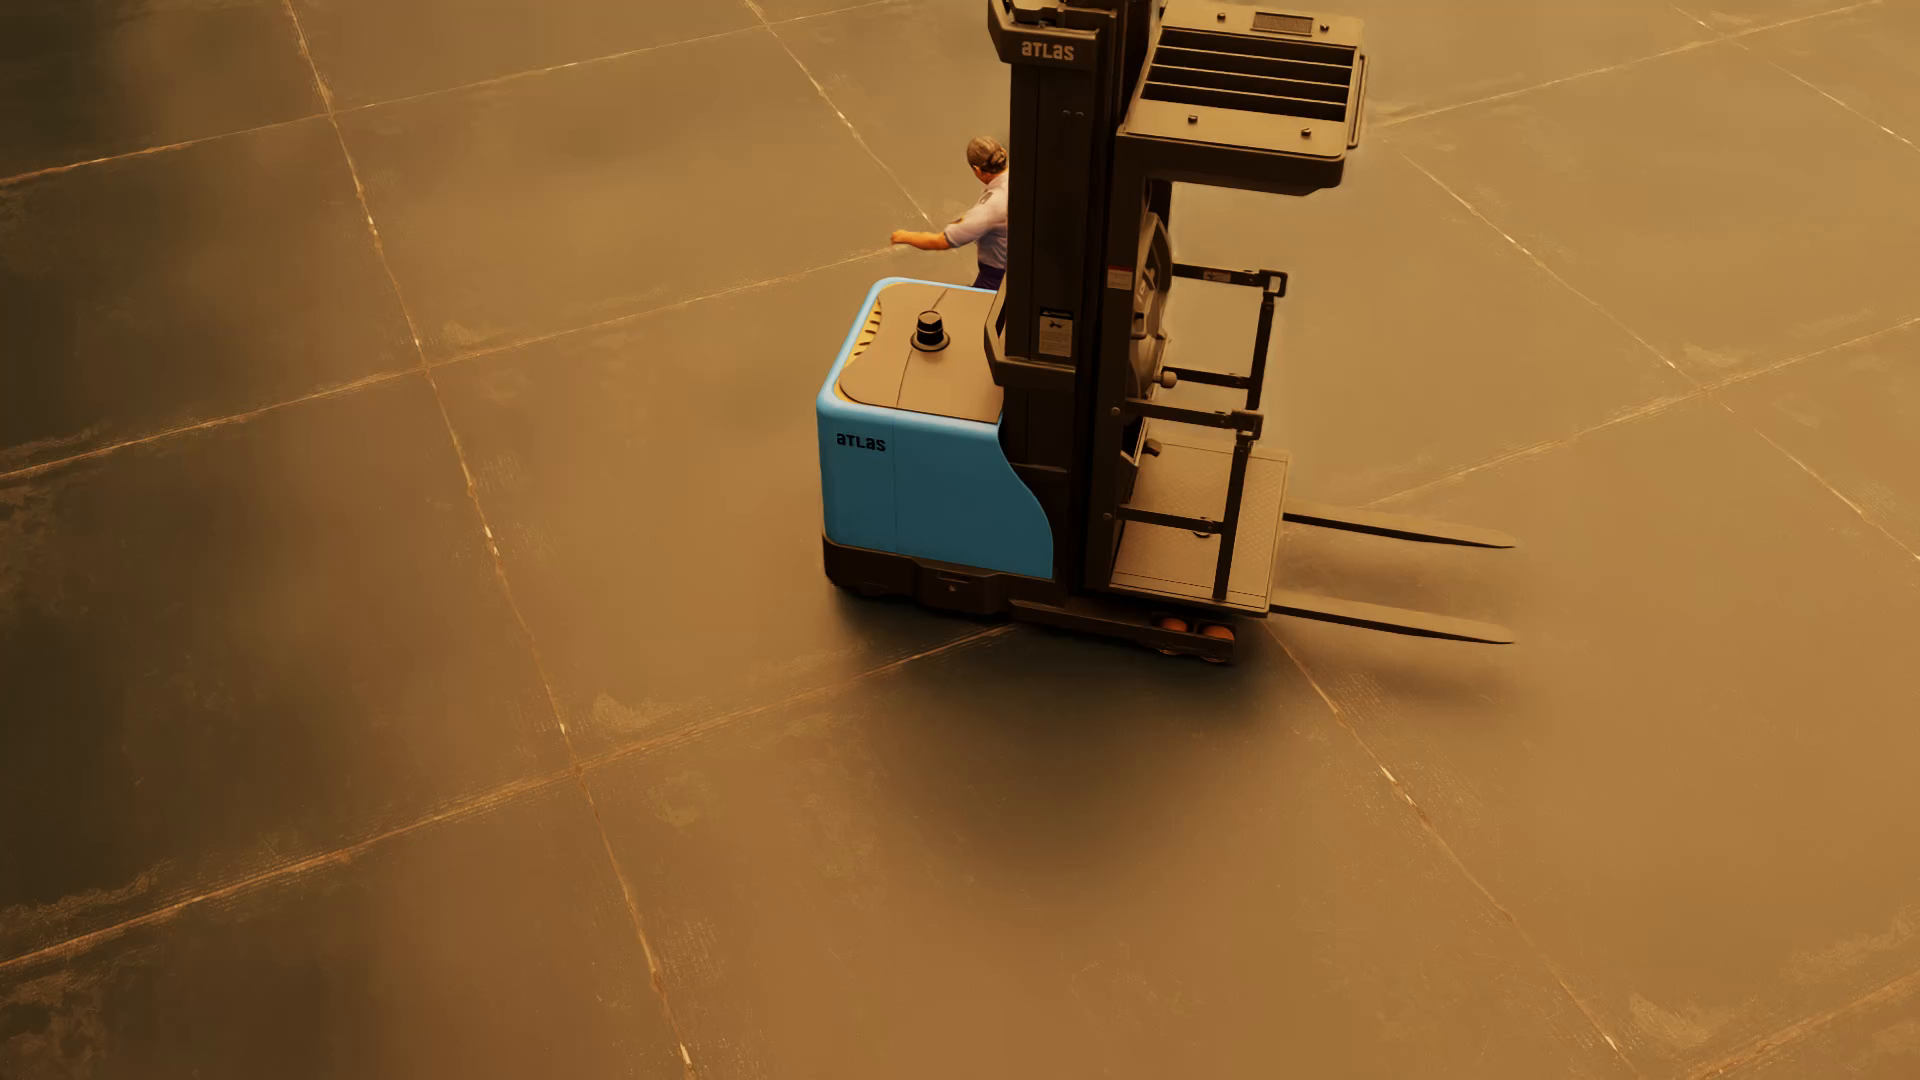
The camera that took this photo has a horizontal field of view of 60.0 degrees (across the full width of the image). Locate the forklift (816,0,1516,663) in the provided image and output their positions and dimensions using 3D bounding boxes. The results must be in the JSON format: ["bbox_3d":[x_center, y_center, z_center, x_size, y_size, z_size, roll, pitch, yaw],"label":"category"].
[{"bbox_3d":[0.957,-0.939,6.686,3.031,2.935,1.130,9,44,10],"label":"forklift"}]

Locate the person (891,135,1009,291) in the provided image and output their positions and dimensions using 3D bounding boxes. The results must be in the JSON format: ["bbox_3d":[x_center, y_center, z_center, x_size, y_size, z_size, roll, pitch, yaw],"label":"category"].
[{"bbox_3d":[0.170,-1.398,8.297,1.010,1.454,0.947,-30,51,-29],"label":"person"}]
